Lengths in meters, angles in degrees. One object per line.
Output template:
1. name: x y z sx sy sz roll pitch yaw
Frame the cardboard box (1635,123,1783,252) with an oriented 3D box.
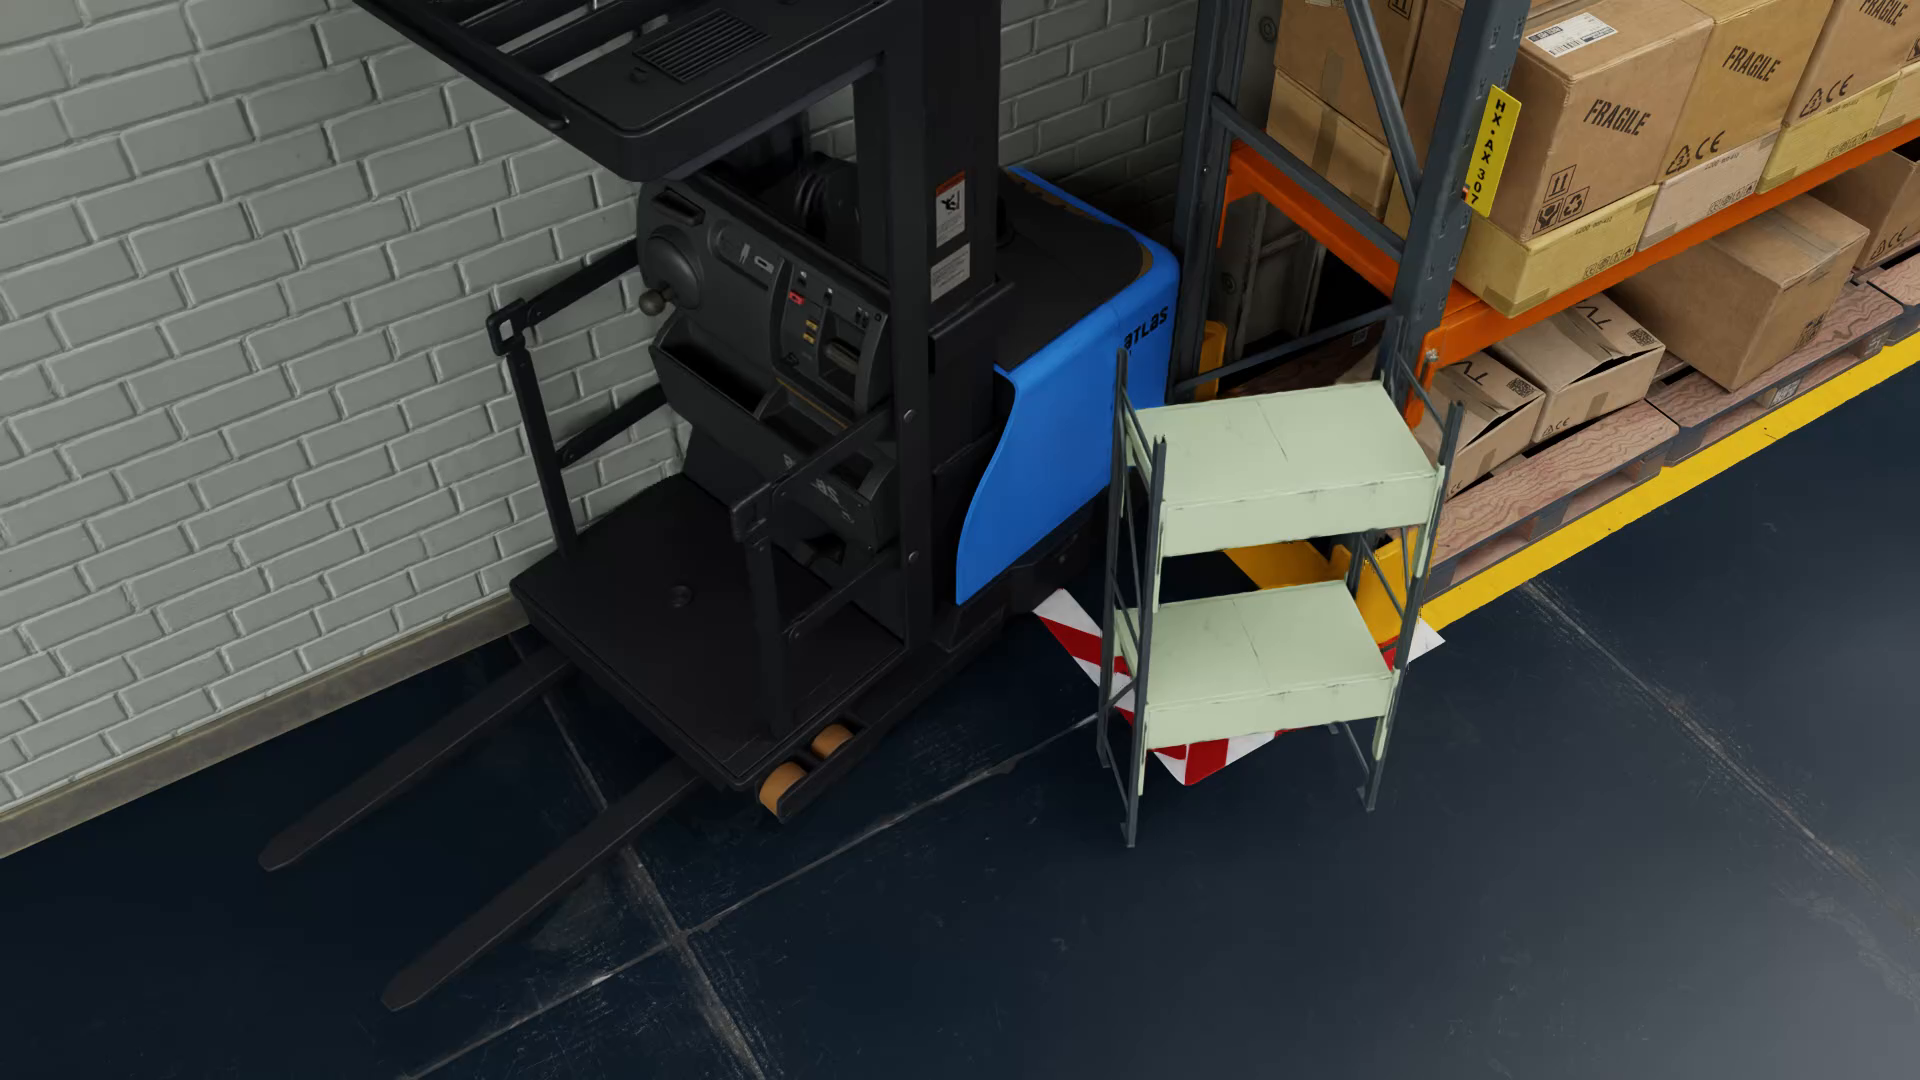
1. cardboard box: 1.993 -1.152 4.854 0.500 0.250 0.500 -27 54 -22

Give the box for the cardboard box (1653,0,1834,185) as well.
1. cardboard box: 1.967 -1.383 4.558 0.500 0.500 0.500 -25 53 -21

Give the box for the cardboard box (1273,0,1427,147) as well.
1. cardboard box: 1.265 -1.514 4.674 0.500 0.500 0.500 -26 53 -21

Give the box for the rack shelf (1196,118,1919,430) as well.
1. rack shelf: 2.671 -1.543 5.597 4.000 0.370 1.077 -25 53 -21

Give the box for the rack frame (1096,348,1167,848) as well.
1. rack frame: 0.454 0.210 4.527 0.023 1.500 0.400 -7 42 -7

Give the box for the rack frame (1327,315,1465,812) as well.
1. rack frame: 1.175 0.117 4.611 0.023 1.500 0.400 -7 42 -7

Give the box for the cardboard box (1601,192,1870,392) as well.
1. cardboard box: 2.742 -1.007 6.018 0.500 0.500 0.700 -28 54 -23

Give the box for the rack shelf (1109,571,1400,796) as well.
1. rack shelf: 0.821 0.407 4.785 0.720 0.370 0.431 -7 42 -7

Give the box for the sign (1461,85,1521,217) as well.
1. sign: 1.269 -0.931 3.991 0.005 0.325 0.100 -25 53 -21

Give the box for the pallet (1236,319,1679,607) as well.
1. pallet: 1.750 -0.390 5.956 1.213 0.211 1.003 -25 53 -21

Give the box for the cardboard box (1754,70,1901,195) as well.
1. cardboard box: 2.427 -1.351 5.032 0.500 0.250 0.500 -26 53 -21

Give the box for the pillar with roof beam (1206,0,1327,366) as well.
1. pillar with roof beam: 3.407 -1.087 0.692 0.400 9.000 9.100 -25 53 -21

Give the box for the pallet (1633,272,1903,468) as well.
1. pallet: 2.781 -0.873 6.386 1.213 0.211 1.003 -25 53 -21

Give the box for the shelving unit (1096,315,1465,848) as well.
1. shelving unit: 0.814 0.163 4.569 0.755 1.500 0.431 -7 42 -7

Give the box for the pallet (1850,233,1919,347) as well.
1. pallet: 3.814 -1.362 6.822 1.213 0.211 1.003 -25 53 -21

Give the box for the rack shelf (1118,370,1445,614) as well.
1. rack shelf: 0.807 -0.129 4.311 0.720 0.370 0.431 -7 42 -7

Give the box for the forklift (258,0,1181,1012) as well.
1. forklift: -0.685 -0.581 4.305 1.130 2.935 3.031 35 57 27

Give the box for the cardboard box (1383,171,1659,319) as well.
1. cardboard box: 1.562 -0.936 4.662 0.500 0.250 0.500 -27 54 -22

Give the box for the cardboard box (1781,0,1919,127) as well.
1. cardboard box: 2.408 -1.585 4.737 0.500 0.500 0.500 -27 54 -22

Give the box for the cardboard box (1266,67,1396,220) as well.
1. cardboard box: 1.272 -1.251 4.943 0.500 0.250 0.500 -25 53 -20

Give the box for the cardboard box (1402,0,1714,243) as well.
1. cardboard box: 1.544 -1.192 4.388 0.500 0.500 0.500 -25 53 -21

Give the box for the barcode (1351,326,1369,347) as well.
1. barcode: 1.415 -0.719 5.882 0.075 0.075 0.001 -25 53 -21

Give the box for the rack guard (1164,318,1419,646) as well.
1. rack guard: 1.044 -0.184 5.580 0.348 0.500 1.175 -25 53 -21

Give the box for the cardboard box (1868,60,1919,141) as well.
1. cardboard box: 2.856 -1.551 5.210 0.500 0.250 0.500 -25 53 -20

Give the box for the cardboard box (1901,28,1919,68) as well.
1. cardboard box: 2.838 -1.798 4.927 0.500 0.500 0.500 -24 52 -20

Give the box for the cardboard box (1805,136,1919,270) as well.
1. cardboard box: 3.506 -1.456 6.417 0.500 0.500 0.500 -29 54 -23

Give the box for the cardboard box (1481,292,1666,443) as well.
1. cardboard box: 2.095 -0.684 5.856 0.500 0.311 0.500 -21 52 -18

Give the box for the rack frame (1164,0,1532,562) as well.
1. rack frame: 0.980 -0.986 4.619 0.127 3.000 1.000 -25 53 -21

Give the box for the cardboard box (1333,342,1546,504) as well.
1. cardboard box: 1.613 -0.456 5.654 0.500 0.311 0.500 -31 55 -25
